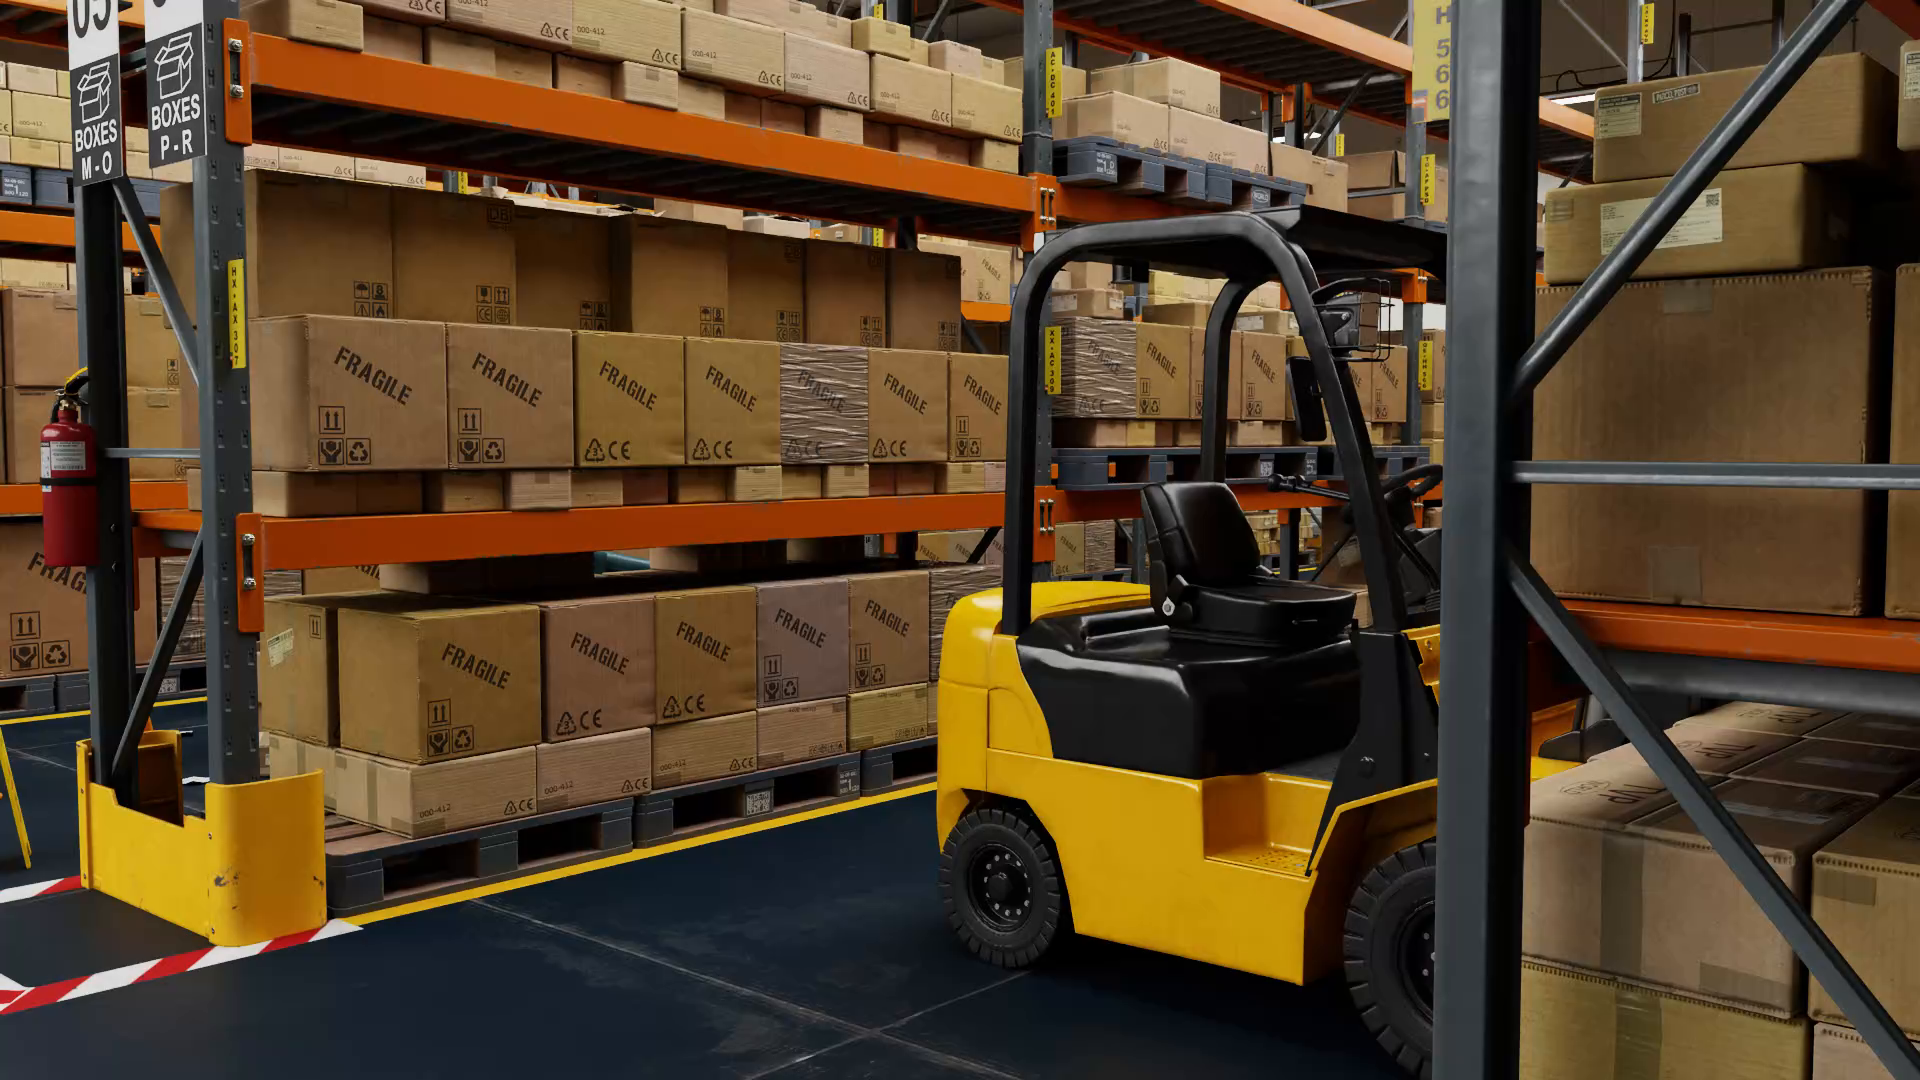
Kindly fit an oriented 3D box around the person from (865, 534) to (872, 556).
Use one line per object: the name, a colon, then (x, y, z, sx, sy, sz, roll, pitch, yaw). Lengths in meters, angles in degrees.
person: (-0.904, -0.101, 12.164, 0.584, 1.800, 0.437, -2, 4, -34)
